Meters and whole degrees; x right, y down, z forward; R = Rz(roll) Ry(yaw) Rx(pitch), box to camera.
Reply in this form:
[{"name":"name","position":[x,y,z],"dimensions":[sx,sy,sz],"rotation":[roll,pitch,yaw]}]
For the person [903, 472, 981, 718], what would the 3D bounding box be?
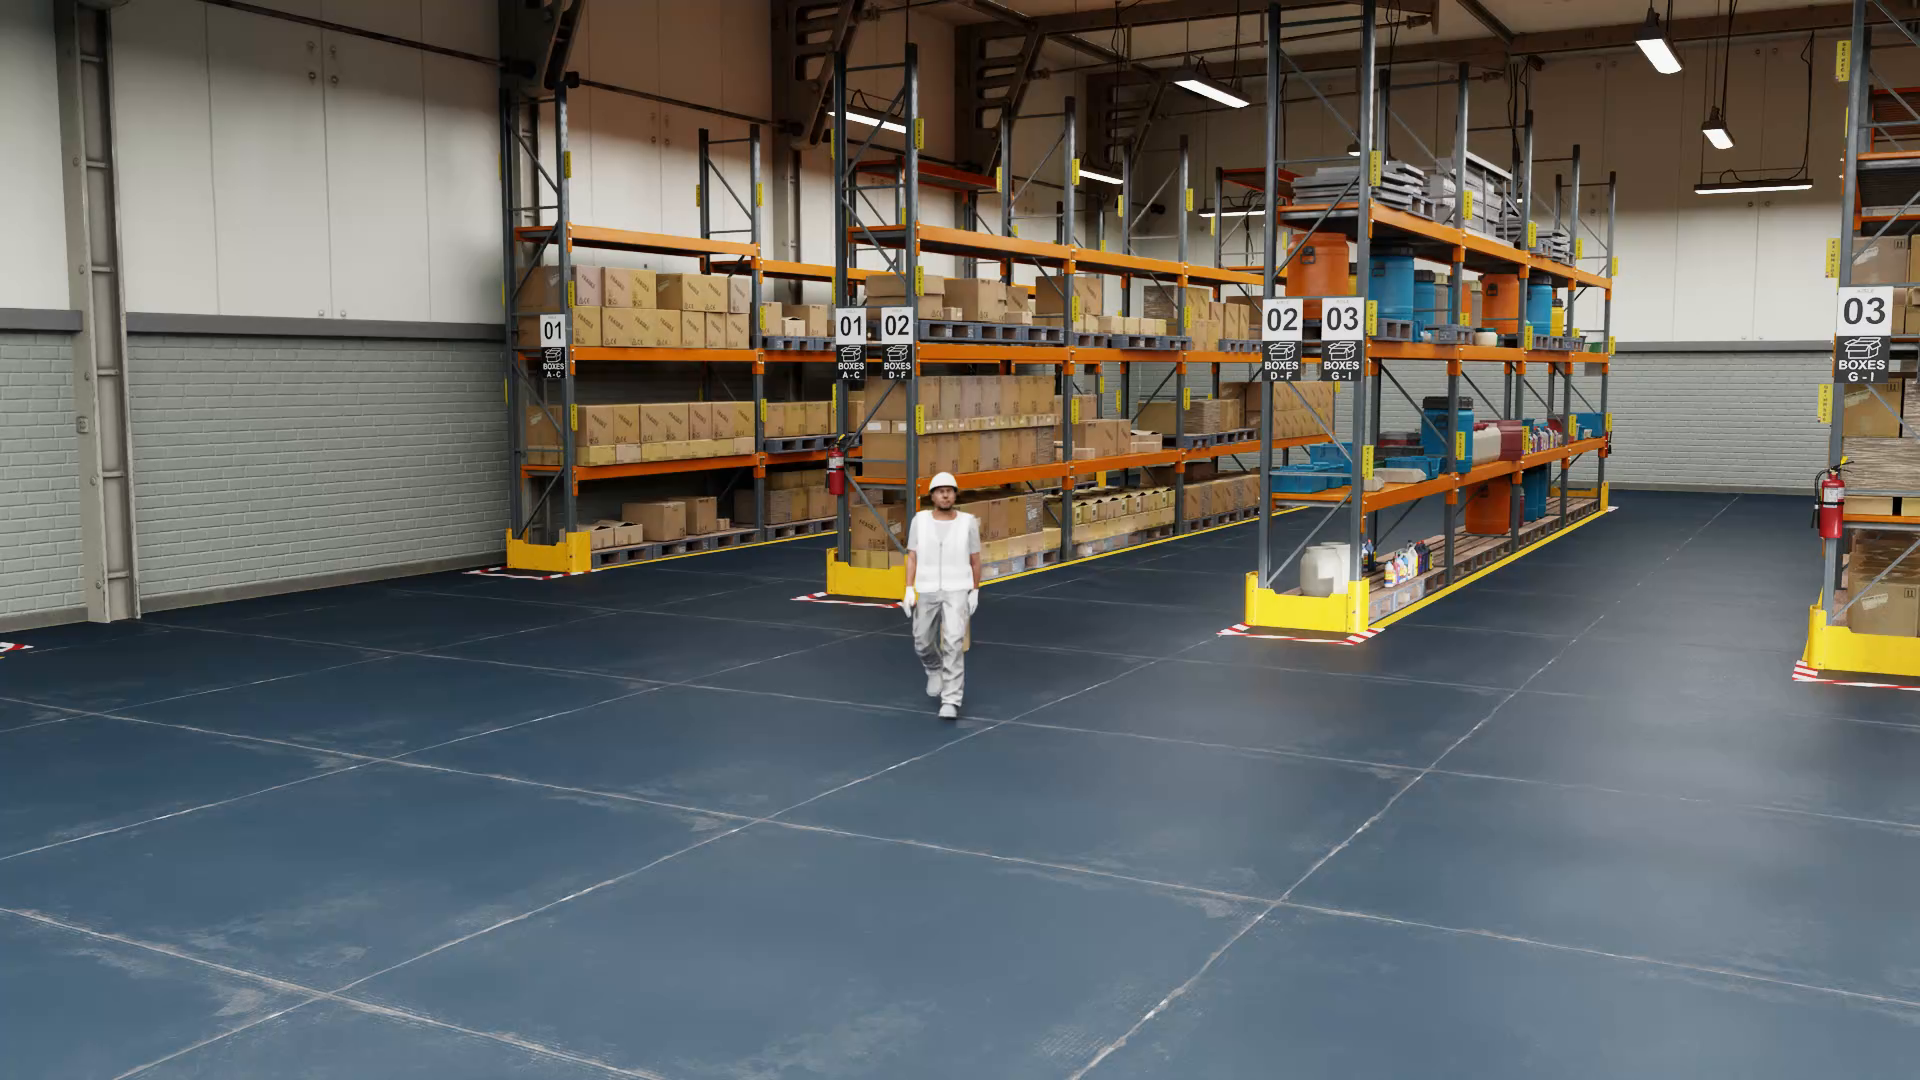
[{"name":"person","position":[-0.126,0.380,12.188],"dimensions":[0.546,1.757,0.848],"rotation":[1,6,8]}]
